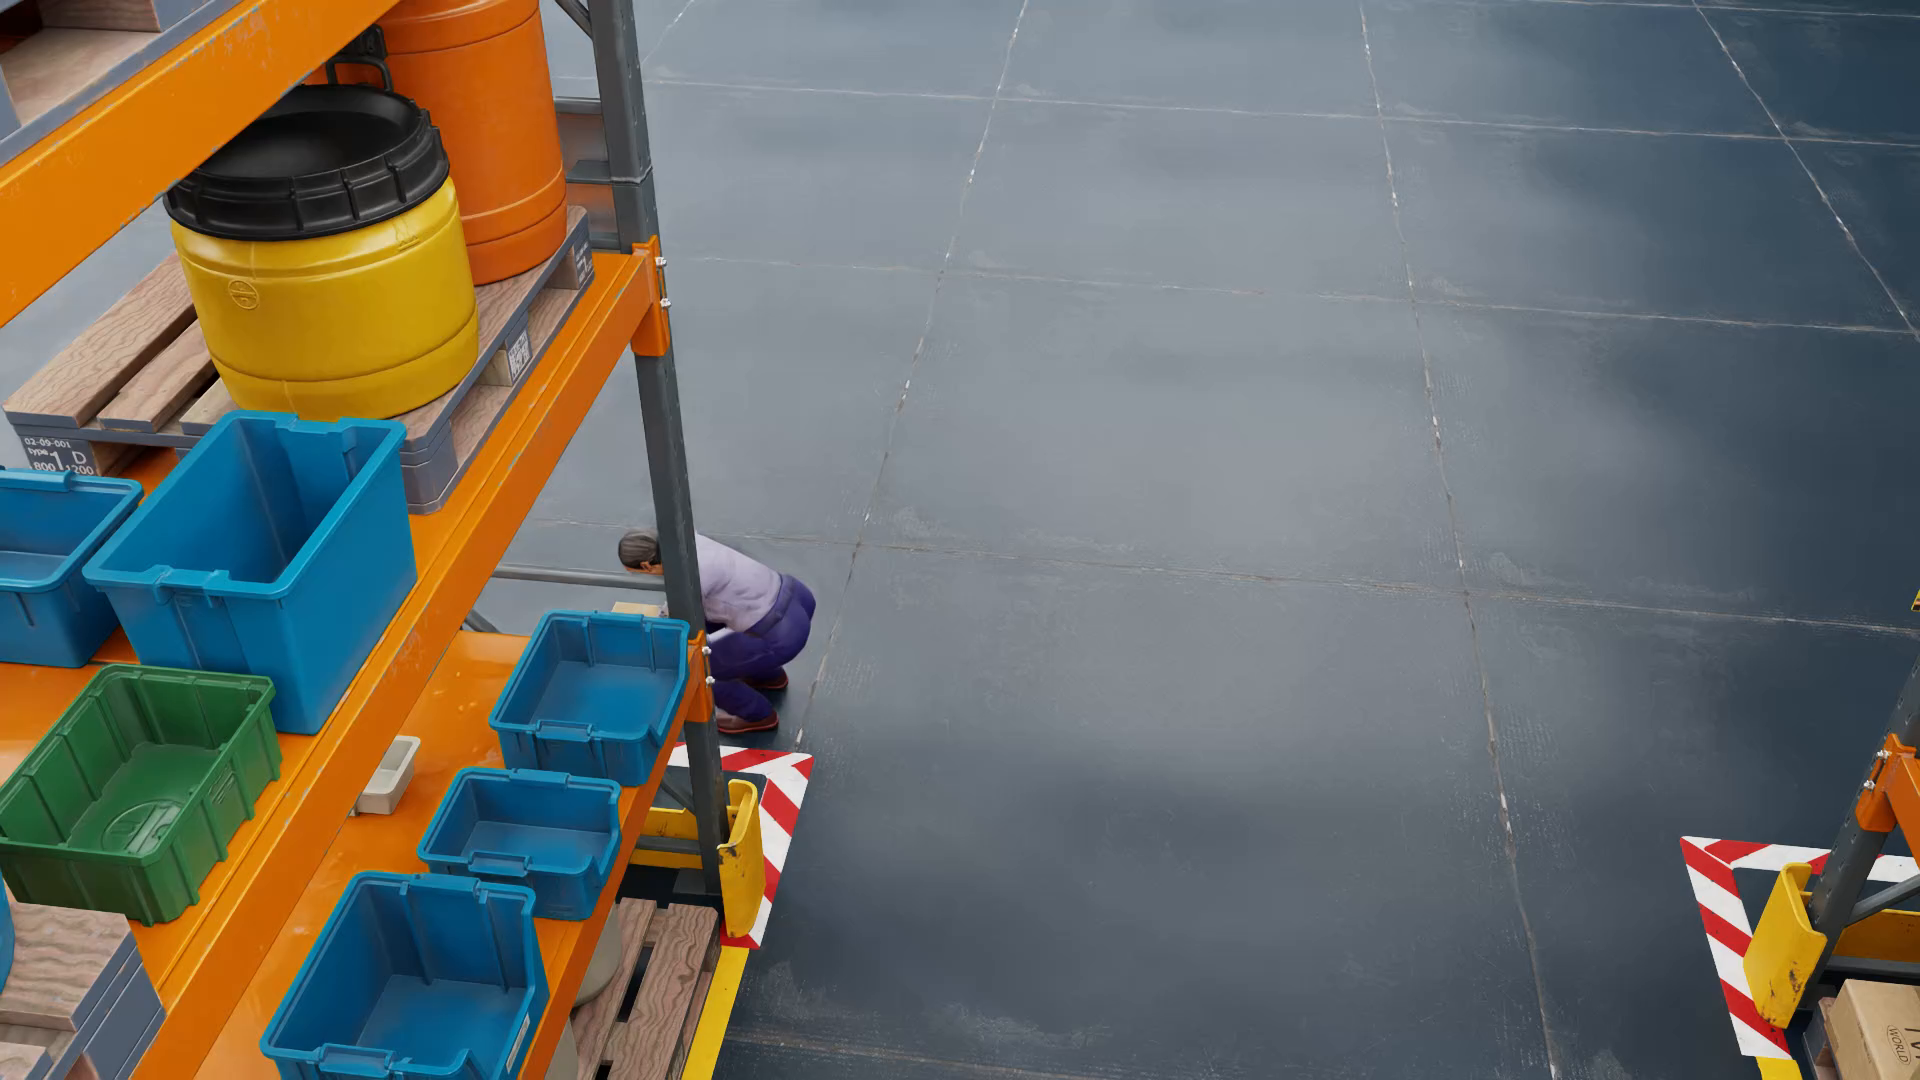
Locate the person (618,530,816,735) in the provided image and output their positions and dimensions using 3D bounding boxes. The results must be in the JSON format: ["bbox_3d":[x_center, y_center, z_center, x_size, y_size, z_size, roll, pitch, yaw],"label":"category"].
[{"bbox_3d":[-1.039,0.354,7.141,0.817,0.979,0.528,2,36,3],"label":"person"}]
